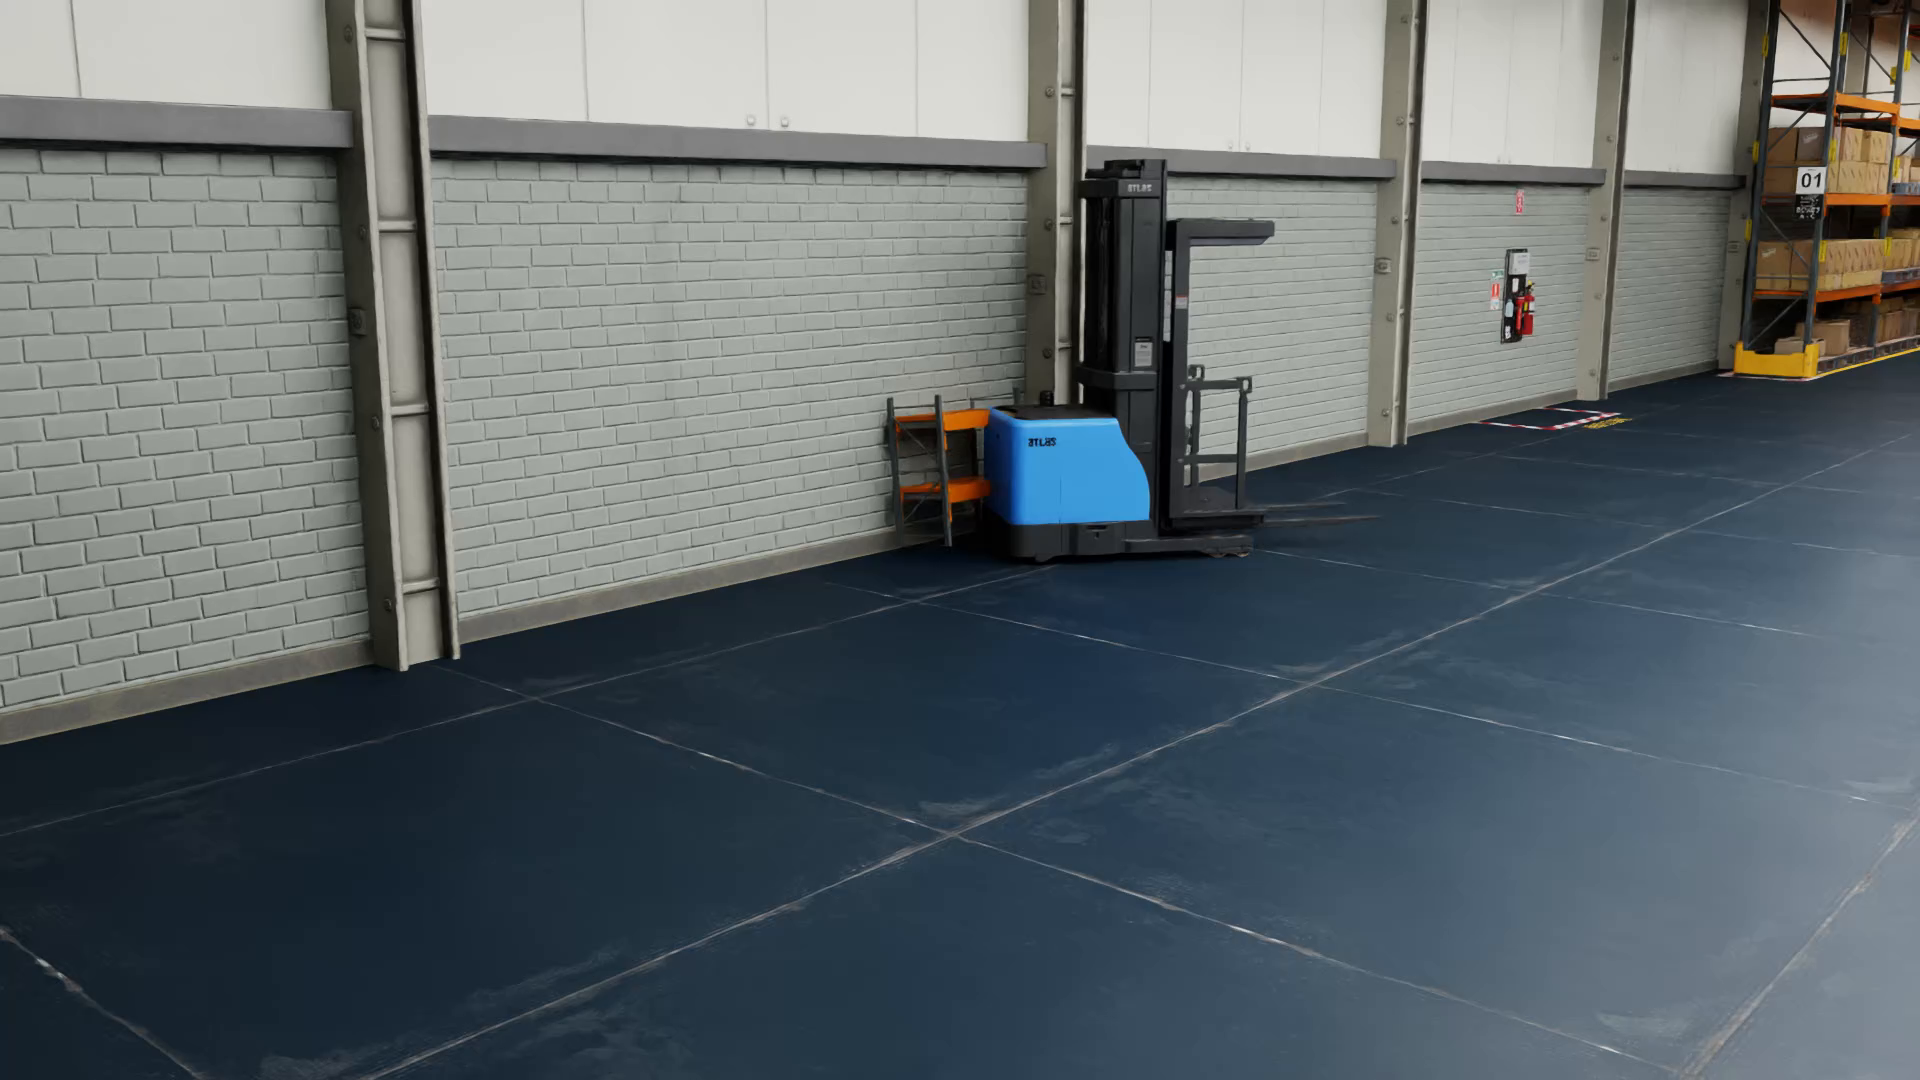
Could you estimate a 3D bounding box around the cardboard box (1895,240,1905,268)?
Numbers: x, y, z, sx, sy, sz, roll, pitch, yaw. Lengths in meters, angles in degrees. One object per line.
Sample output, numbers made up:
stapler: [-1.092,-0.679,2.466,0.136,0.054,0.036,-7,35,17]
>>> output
cardboard box: [16.647,-5.193,30.172,0.500,0.500,0.700,-10,15,-40]

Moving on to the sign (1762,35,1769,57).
sign: [12.456,-7.639,25.693,0.100,0.325,0.005,10,15,40]

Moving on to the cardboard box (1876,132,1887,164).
cardboard box: [15.017,-6.504,27.599,0.500,0.500,0.500,11,16,43]

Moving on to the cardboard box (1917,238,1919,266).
cardboard box: [17.837,-5.458,31.501,0.700,0.500,0.500,8,14,34]

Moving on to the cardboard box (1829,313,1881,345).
cardboard box: [15.973,-3.775,29.714,0.700,0.500,0.500,10,15,42]

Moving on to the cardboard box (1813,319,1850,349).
cardboard box: [14.845,-3.507,28.371,0.500,0.500,0.500,8,14,36]

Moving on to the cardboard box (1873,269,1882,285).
cardboard box: [15.415,-4.502,28.427,0.500,0.250,0.500,10,15,40]

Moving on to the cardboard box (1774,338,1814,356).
cardboard box: [13.383,-3.074,26.685,0.500,0.311,0.500,8,14,34]

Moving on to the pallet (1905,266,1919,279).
pallet: [17.750,-5.051,31.331,1.213,0.211,1.003,10,15,40]

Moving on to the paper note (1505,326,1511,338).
paper note: [6.882,-2.611,20.874,0.016,0.148,0.142,10,15,40]

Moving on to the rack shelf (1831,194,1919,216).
rack shelf: [16.820,-6.088,30.210,1.077,0.370,4.000,10,15,40]

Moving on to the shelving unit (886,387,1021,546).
shelving unit: [-0.004,-0.578,12.867,0.538,1.125,1.048,1,8,37]

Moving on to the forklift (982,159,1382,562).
forklift: [1.744,-1.400,12.736,3.031,2.935,1.130,-2,12,-12]

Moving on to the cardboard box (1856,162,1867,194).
cardboard box: [14.326,-5.866,26.958,0.500,0.500,0.500,11,16,44]

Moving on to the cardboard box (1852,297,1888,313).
cardboard box: [16.602,-4.285,30.353,0.500,0.250,0.500,9,15,39]

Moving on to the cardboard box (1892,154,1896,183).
cardboard box: [15.921,-6.471,28.966,0.500,0.500,0.500,-9,15,-39]

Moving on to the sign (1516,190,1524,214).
sign: [6.971,-4.208,20.705,0.001,0.298,0.199,10,15,40]

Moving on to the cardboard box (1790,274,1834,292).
cardboard box: [13.420,-4.054,26.180,0.500,0.250,0.500,9,15,39]

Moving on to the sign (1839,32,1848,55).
sign: [13.267,-7.455,24.975,0.100,0.325,0.005,10,15,40]

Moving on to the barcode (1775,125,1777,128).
barcode: [12.952,-6.560,26.400,0.001,0.075,0.075,10,15,40]

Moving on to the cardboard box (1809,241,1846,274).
cardboard box: [13.734,-4.493,26.467,0.500,0.500,0.500,10,15,41]

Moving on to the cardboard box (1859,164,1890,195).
cardboard box: [15.350,-6.098,28.120,0.500,0.500,0.500,10,15,42]

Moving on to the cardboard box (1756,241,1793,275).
cardboard box: [13.011,-4.487,26.437,0.500,0.500,0.500,10,15,40]

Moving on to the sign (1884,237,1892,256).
sign: [15.912,-5.031,28.529,0.100,0.325,0.005,10,15,40]

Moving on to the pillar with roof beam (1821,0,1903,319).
pillar with roof beam: [19.866,-7.569,28.134,9.100,9.000,0.548,10,15,40]

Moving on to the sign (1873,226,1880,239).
sign: [17.721,-5.903,32.150,0.100,0.325,0.005,10,15,40]

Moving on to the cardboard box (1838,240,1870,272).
cardboard box: [14.754,-4.723,27.615,0.500,0.500,0.500,9,15,39]

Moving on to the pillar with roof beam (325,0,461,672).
pillar with roof beam: [0.063,-3.156,6.036,9.100,9.000,0.400,10,15,40]

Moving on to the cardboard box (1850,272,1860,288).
cardboard box: [14.428,-4.280,27.314,0.500,0.250,0.500,10,15,41]

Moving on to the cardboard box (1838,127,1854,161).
cardboard box: [13.665,-6.199,26.073,0.500,0.500,0.500,10,15,40]

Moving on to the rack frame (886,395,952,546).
rack frame: [-0.307,-0.514,12.464,0.500,1.125,0.032,1,8,37]

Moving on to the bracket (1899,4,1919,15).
bracket: [18.874,-10.285,32.542,0.076,0.066,4.783,10,15,40]

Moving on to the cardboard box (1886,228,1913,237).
cardboard box: [18.245,-5.936,32.294,0.500,0.250,0.500,10,15,42]

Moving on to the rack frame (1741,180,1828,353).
rack frame: [12.859,-4.087,26.013,1.000,3.000,0.127,10,15,40]

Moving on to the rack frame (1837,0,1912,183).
rack frame: [15.500,-7.617,28.372,1.000,3.000,0.127,10,15,40]

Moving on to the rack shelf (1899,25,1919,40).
rack shelf: [19.460,-9.777,32.537,1.077,0.370,4.000,10,15,40]

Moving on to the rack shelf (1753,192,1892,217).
rack shelf: [14.179,-5.499,27.263,1.077,0.370,4.000,10,15,40]

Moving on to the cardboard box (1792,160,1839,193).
cardboard box: [13.268,-5.633,25.792,0.500,0.500,0.500,10,15,42]

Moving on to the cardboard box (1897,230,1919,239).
cardboard box: [17.935,-5.792,31.516,0.380,0.149,0.250,7,14,33]

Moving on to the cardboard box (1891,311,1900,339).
cardboard box: [16.970,-4.003,30.855,0.700,0.500,0.500,10,15,40]

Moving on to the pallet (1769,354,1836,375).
pallet: [13.472,-2.845,26.918,1.003,0.211,1.213,10,15,40]

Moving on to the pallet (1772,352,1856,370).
pallet: [14.278,-3.024,27.812,1.003,0.211,1.213,10,15,40]

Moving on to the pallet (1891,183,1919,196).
pallet: [15.987,-6.131,29.070,1.213,0.211,1.003,10,15,40]
